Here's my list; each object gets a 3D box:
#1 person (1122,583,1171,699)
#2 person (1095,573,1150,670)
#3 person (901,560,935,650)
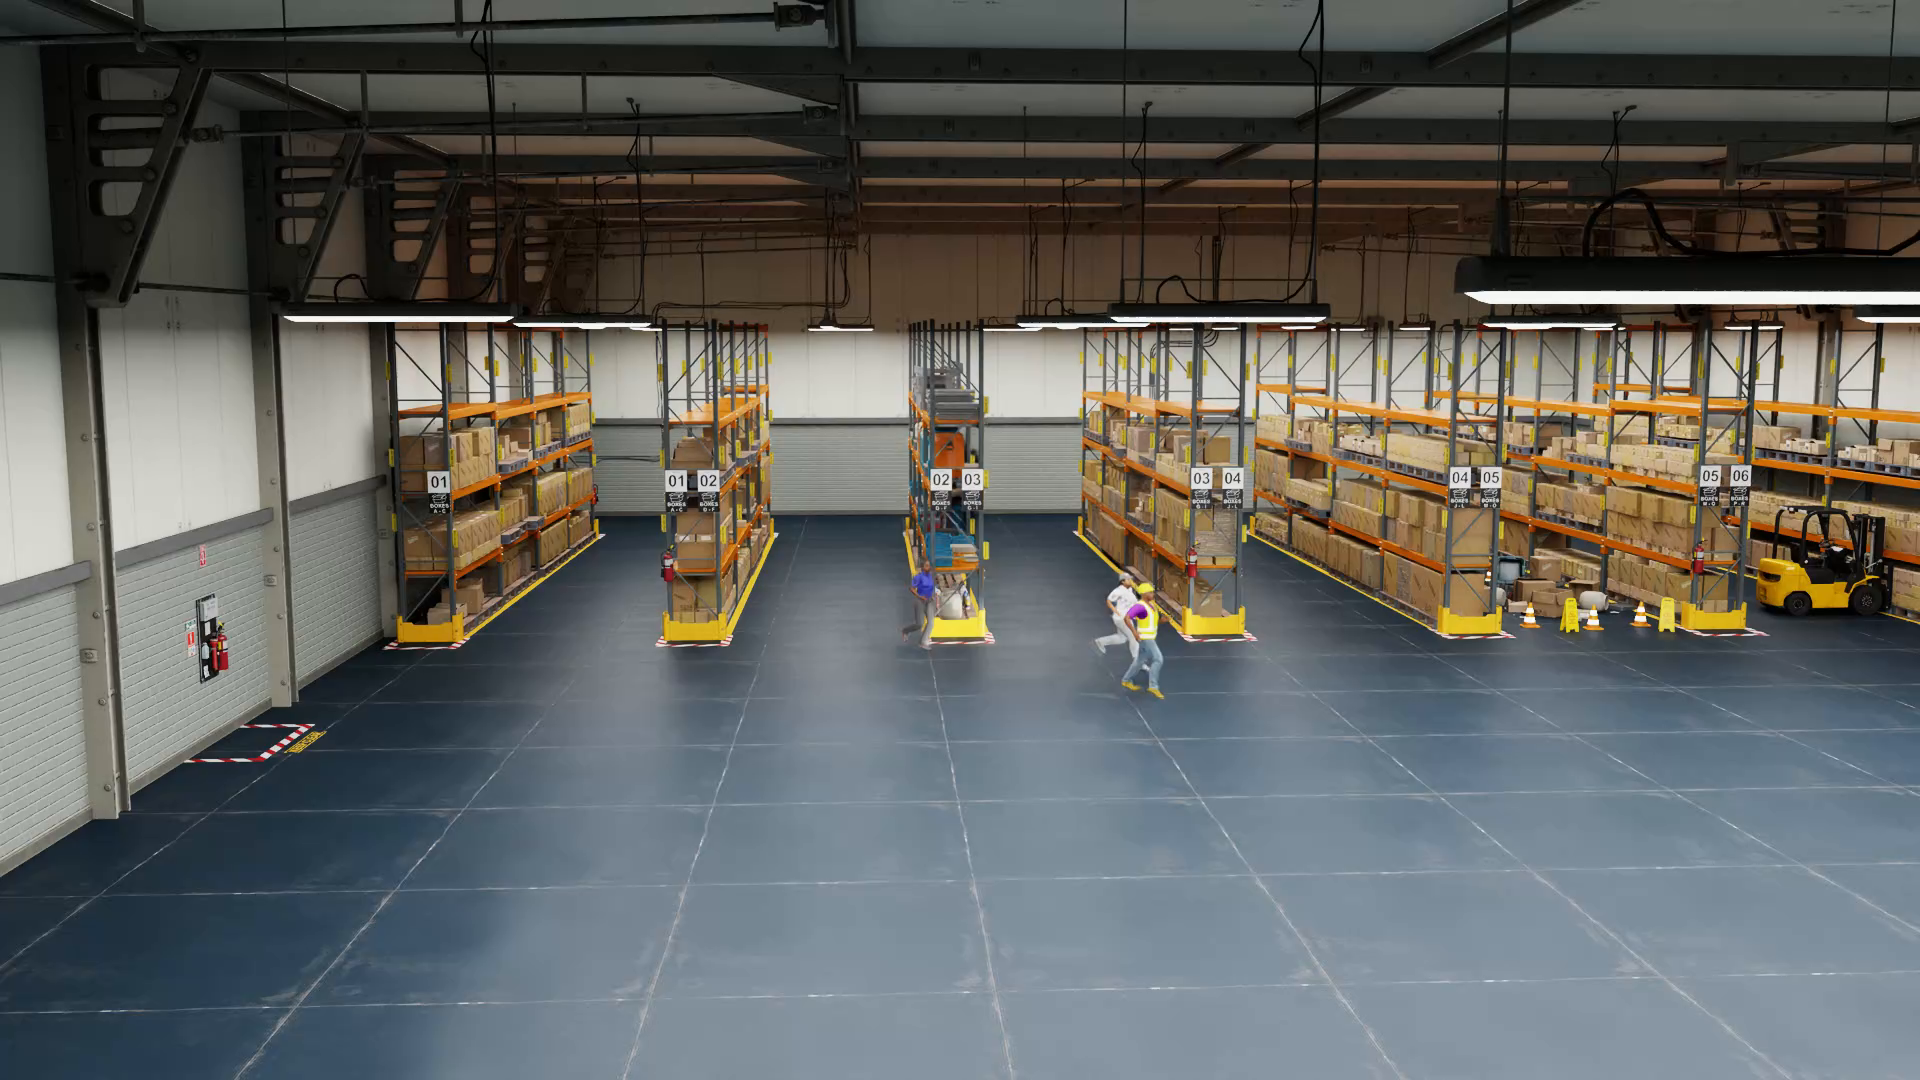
[{"bbox_3d":[2.944,1.597,26.379,0.777,1.829,0.672,2,7,16],"label":"person"},{"bbox_3d":[2.841,1.387,28.757,0.998,1.669,0.579,3,8,25],"label":"person"},{"bbox_3d":[-0.700,1.220,30.511,0.712,1.525,0.599,7,10,44],"label":"person"}]
